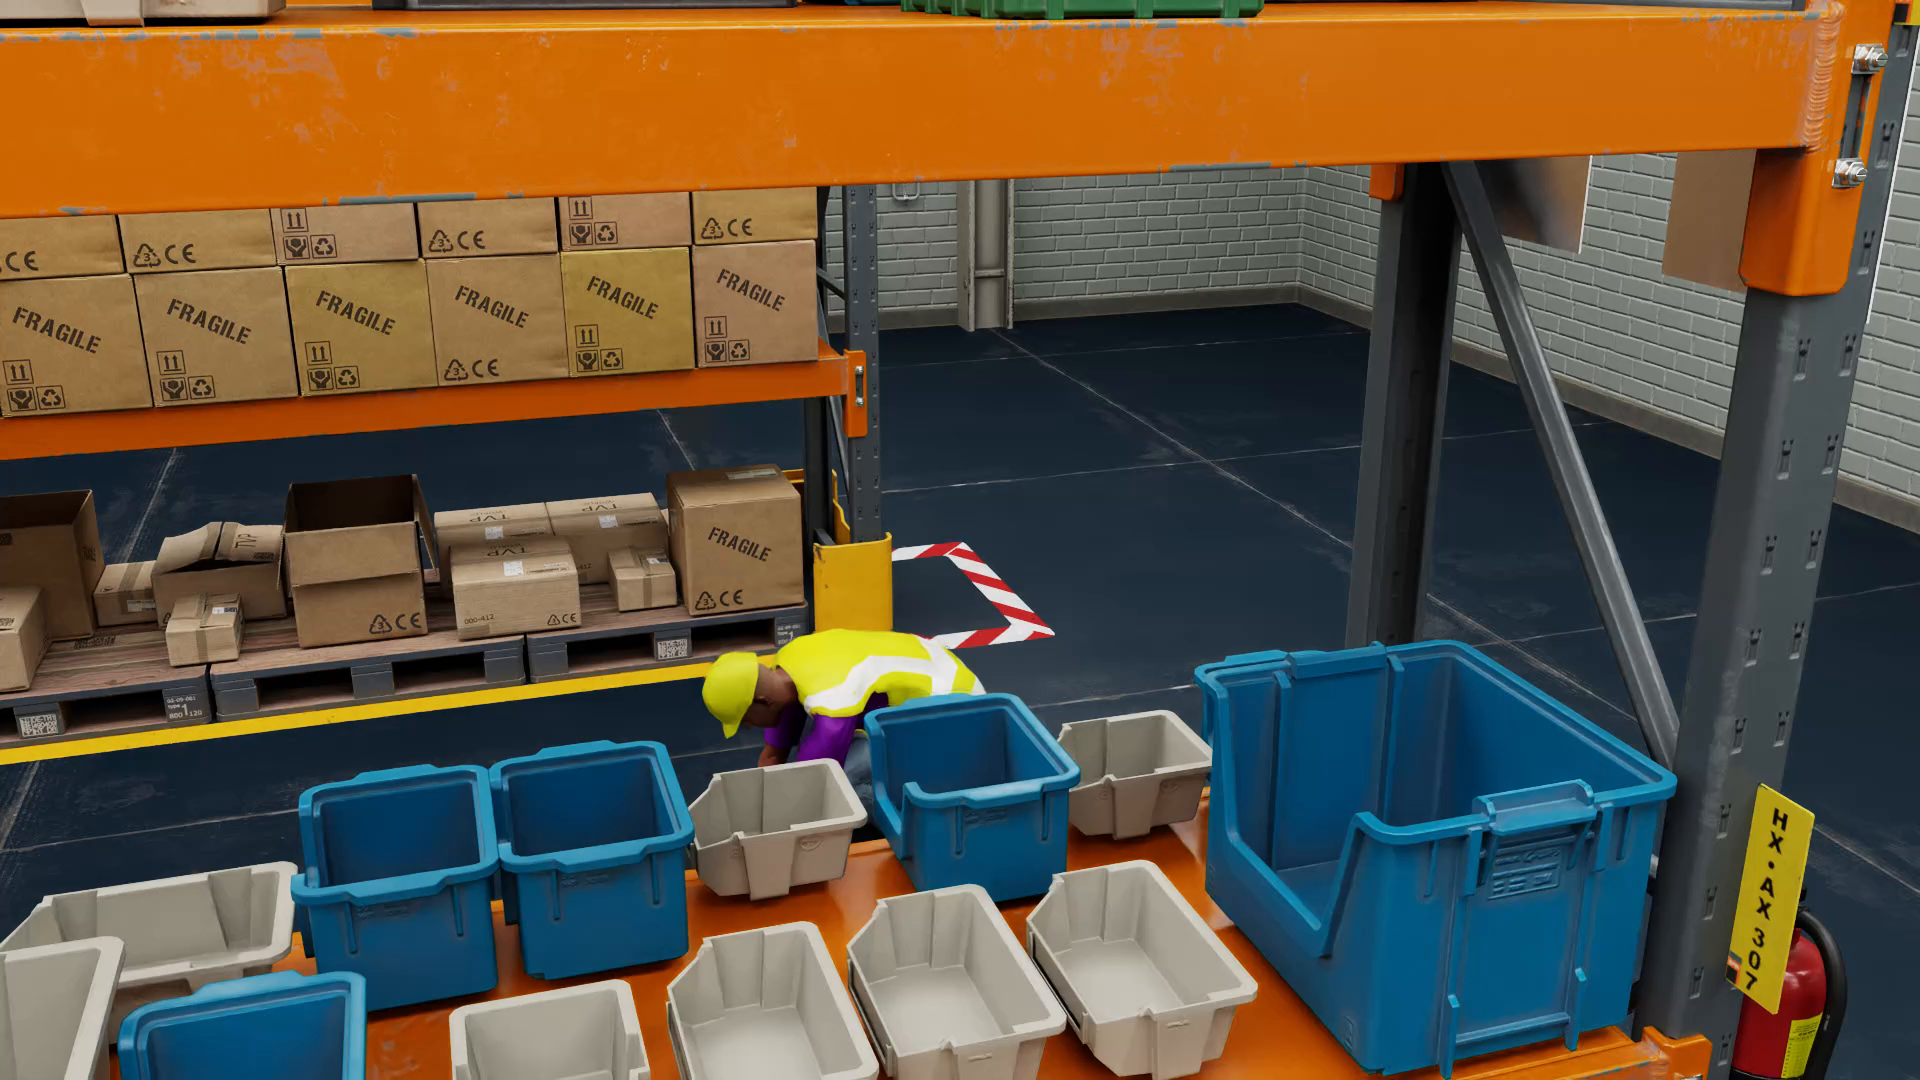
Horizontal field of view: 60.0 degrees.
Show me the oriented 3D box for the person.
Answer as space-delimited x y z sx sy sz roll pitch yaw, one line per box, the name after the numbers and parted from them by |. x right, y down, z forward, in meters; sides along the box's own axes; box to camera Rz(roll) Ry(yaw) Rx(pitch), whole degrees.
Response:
-0.372 0.696 5.551 0.959 0.809 0.529 -7 20 -18 | person
